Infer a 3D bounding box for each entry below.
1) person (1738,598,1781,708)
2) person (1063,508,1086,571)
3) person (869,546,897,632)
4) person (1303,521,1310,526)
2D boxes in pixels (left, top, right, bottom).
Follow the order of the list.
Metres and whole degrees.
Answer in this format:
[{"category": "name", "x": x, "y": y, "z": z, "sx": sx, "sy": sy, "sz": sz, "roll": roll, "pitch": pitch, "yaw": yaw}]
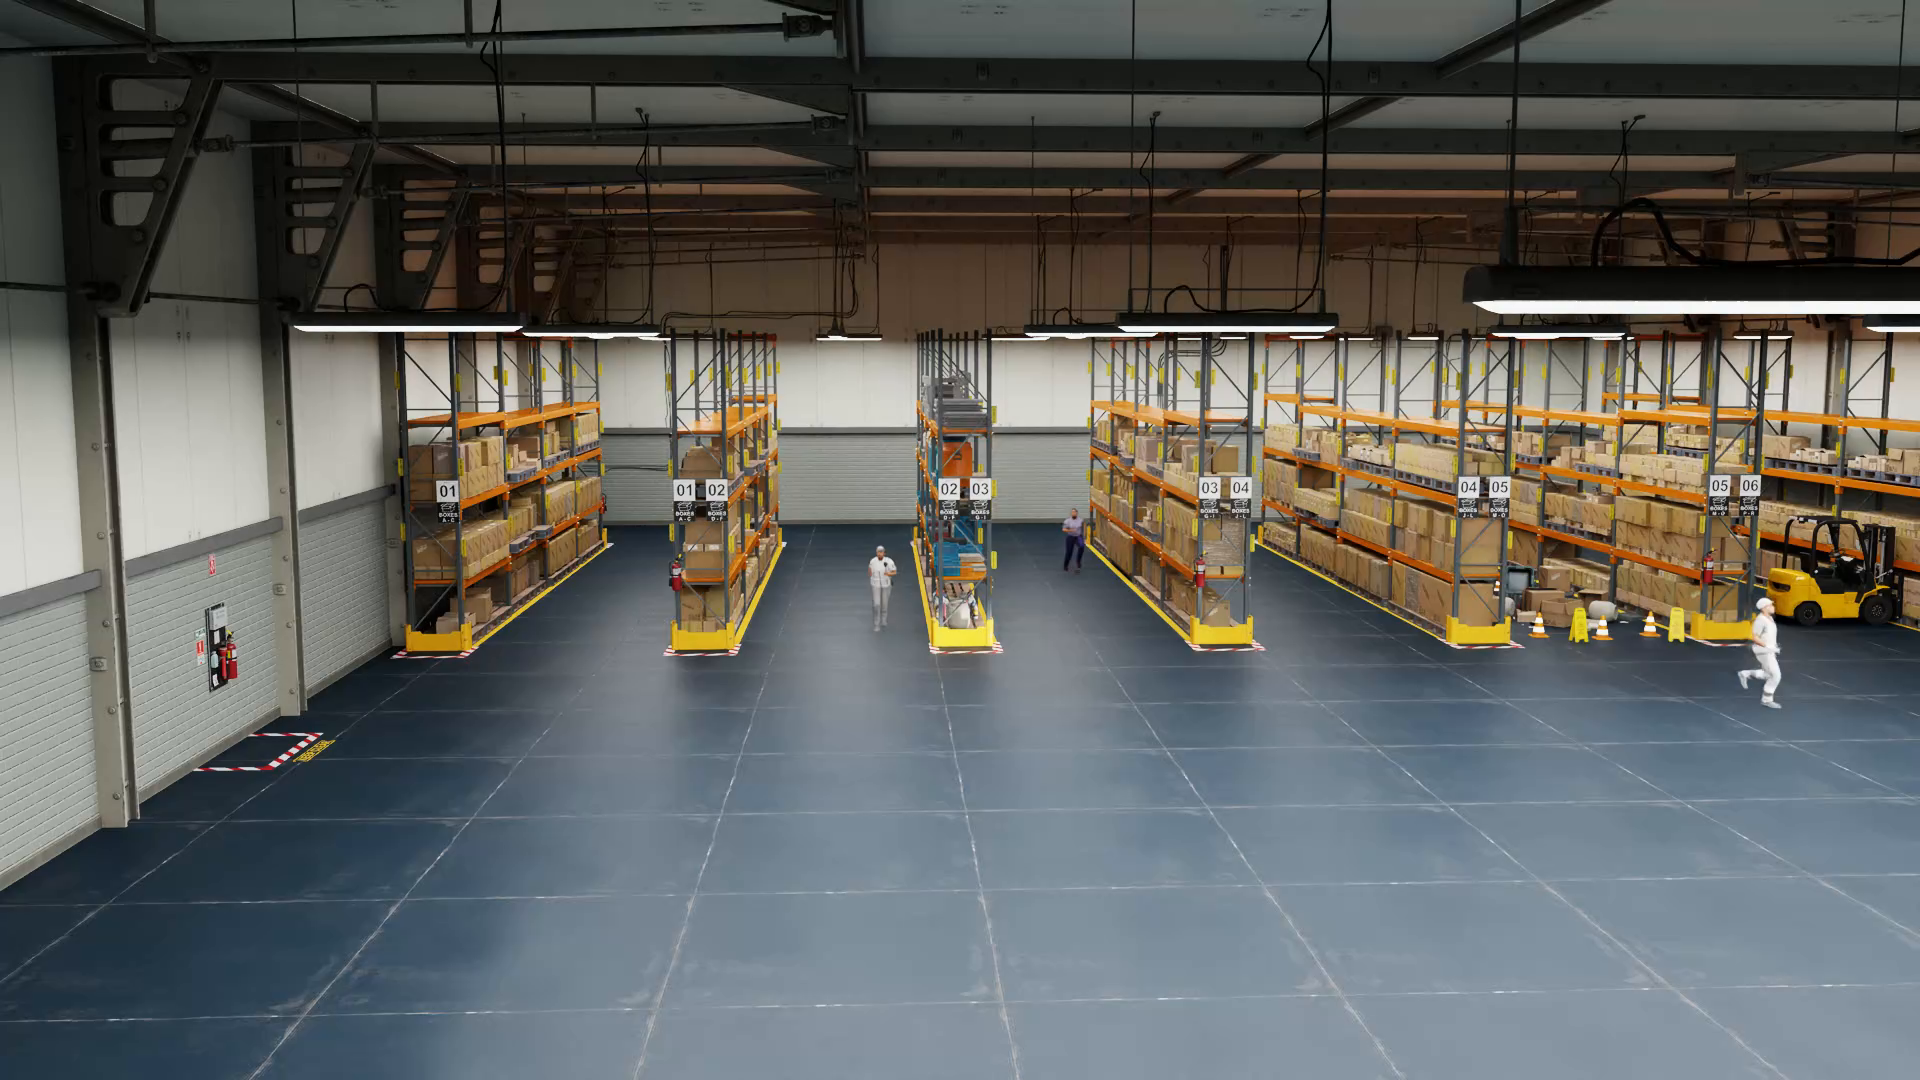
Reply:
[{"category": "person", "x": 12.707, "y": 1.772, "z": 26.388, "sx": 0.675, "sy": 1.725, "sz": 0.676, "roll": 5, "pitch": 8, "yaw": 36}, {"category": "person", "x": 2.841, "y": 0.000, "z": 41.394, "sx": 0.612, "sy": 1.612, "sz": 0.946, "roll": -1, "pitch": 7, "yaw": -4}, {"category": "person", "x": -1.551, "y": 0.970, "z": 33.433, "sx": 0.581, "sy": 1.720, "sz": 0.785, "roll": 0, "pitch": 7, "yaw": 0}, {"category": "person", "x": 10.470, "y": -0.942, "z": 49.219, "sx": 0.780, "sy": 1.748, "sz": 0.663, "roll": -2, "pitch": 7, "yaw": -17}]
